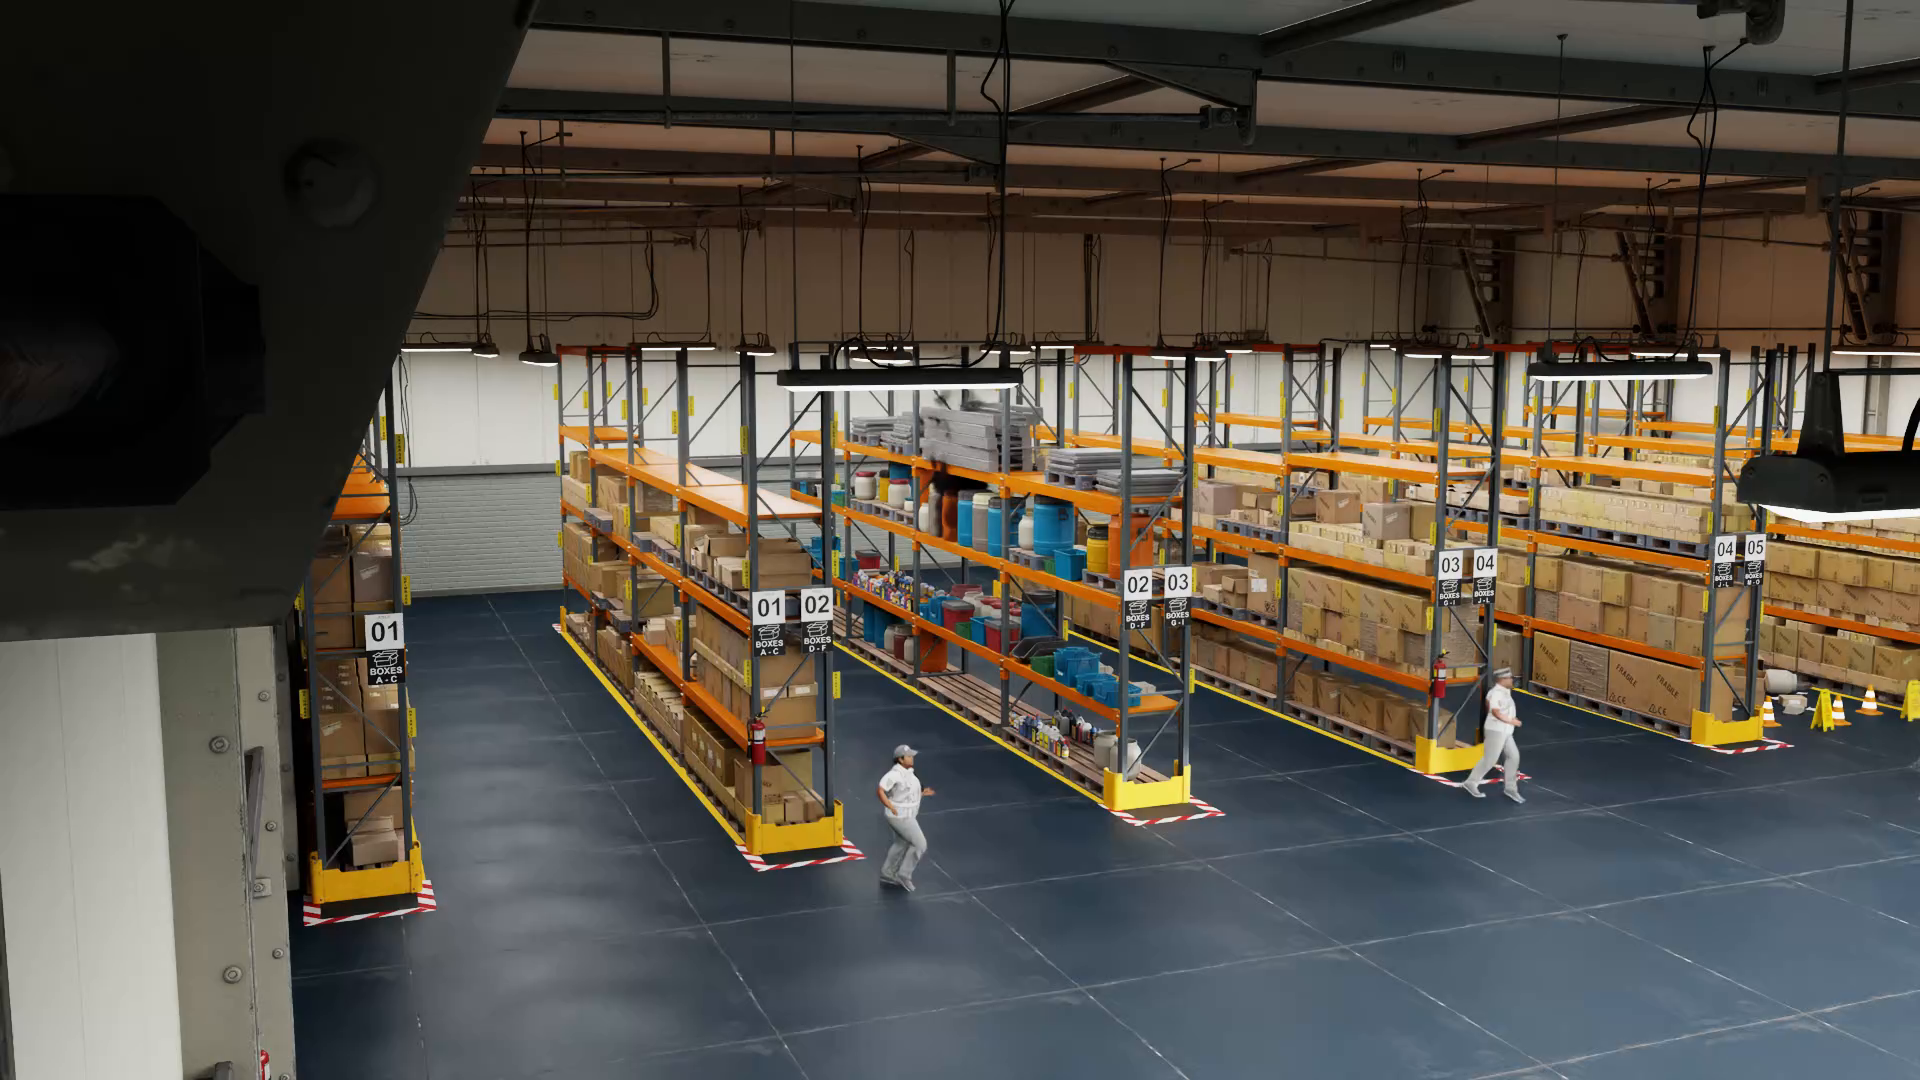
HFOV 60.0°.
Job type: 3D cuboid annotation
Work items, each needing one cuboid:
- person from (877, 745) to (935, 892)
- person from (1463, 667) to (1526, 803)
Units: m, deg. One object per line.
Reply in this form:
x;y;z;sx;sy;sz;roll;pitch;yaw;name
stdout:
-0.614;3.153;18.802;0.651;1.679;0.598;1;7;12;person
7.279;2.618;22.488;0.809;1.820;0.733;3;8;24;person
